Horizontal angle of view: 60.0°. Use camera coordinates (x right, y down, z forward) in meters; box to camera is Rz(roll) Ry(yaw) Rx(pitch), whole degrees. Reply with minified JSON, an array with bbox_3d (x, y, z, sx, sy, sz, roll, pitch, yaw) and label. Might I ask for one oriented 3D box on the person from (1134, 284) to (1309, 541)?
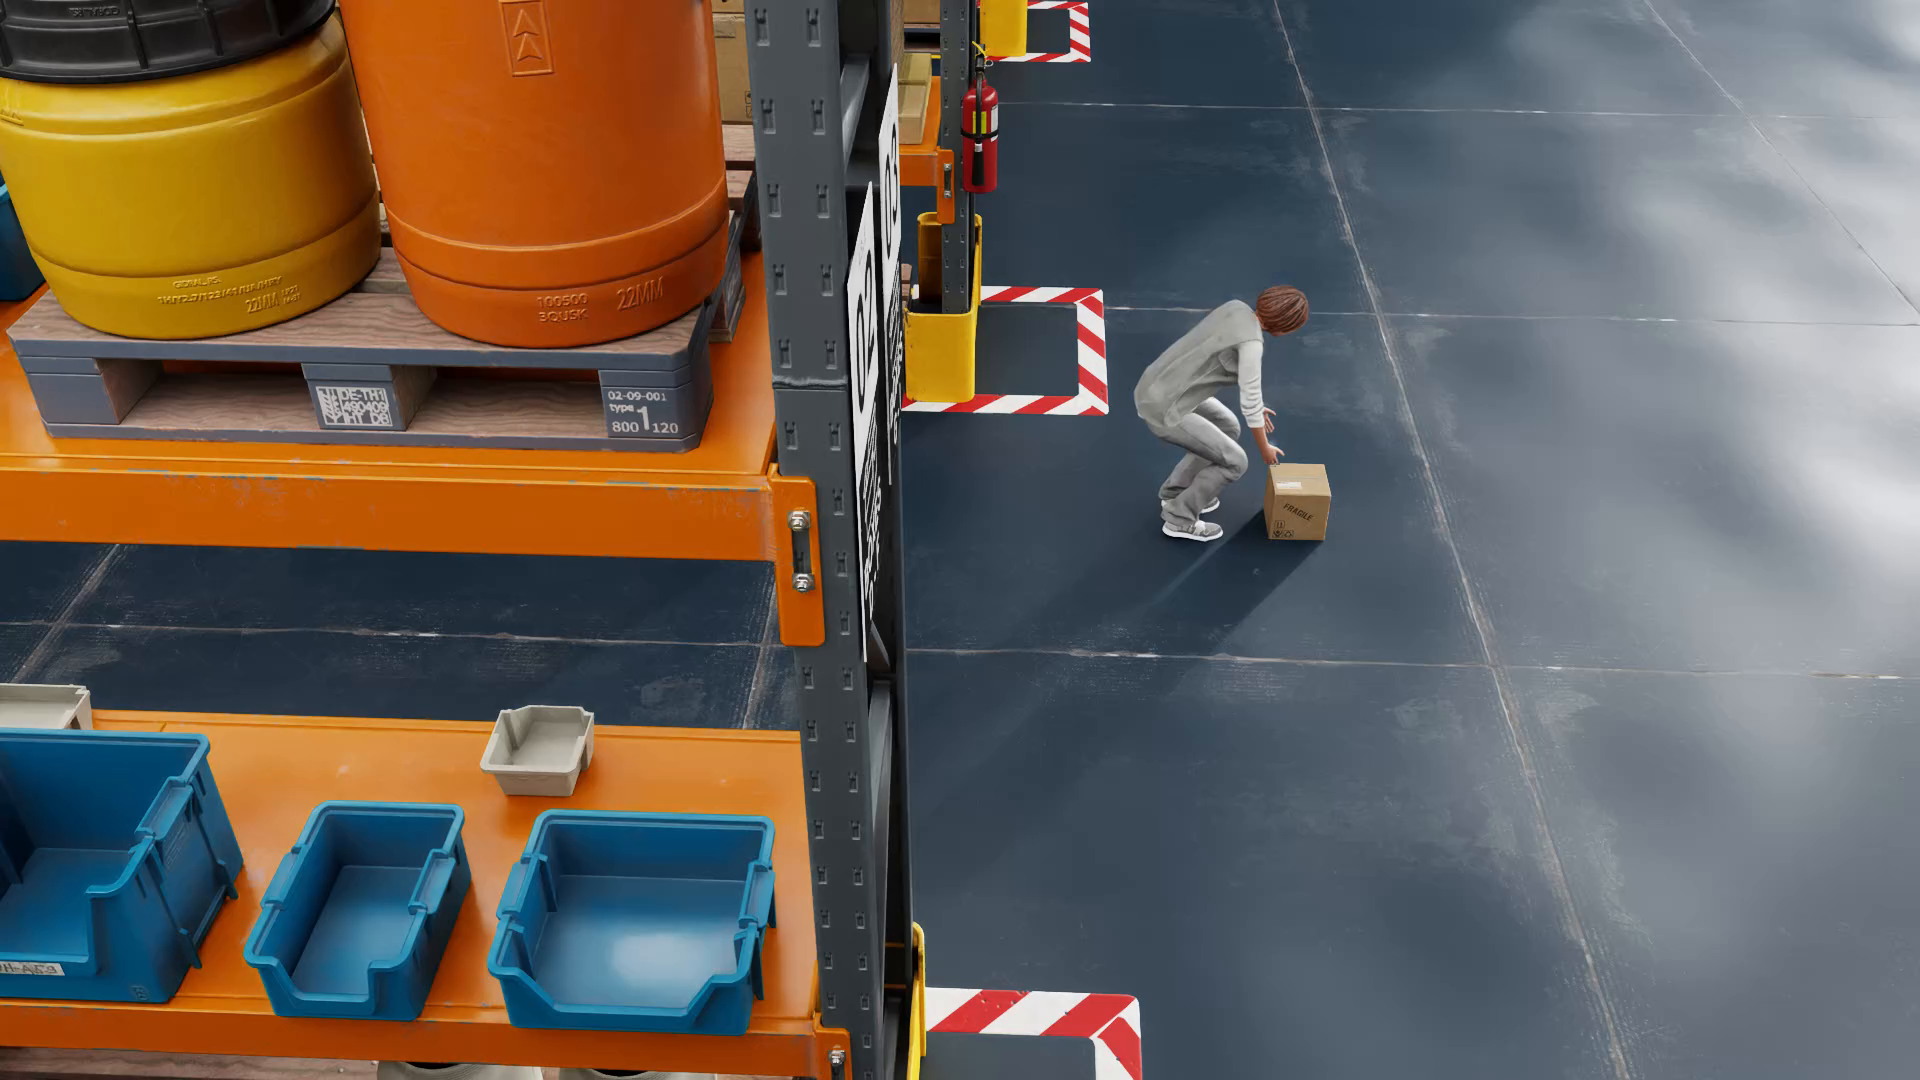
[{"bbox_3d":[1.114,-0.581,7.304,0.714,1.186,0.463,1,36,2],"label":"person"}]
